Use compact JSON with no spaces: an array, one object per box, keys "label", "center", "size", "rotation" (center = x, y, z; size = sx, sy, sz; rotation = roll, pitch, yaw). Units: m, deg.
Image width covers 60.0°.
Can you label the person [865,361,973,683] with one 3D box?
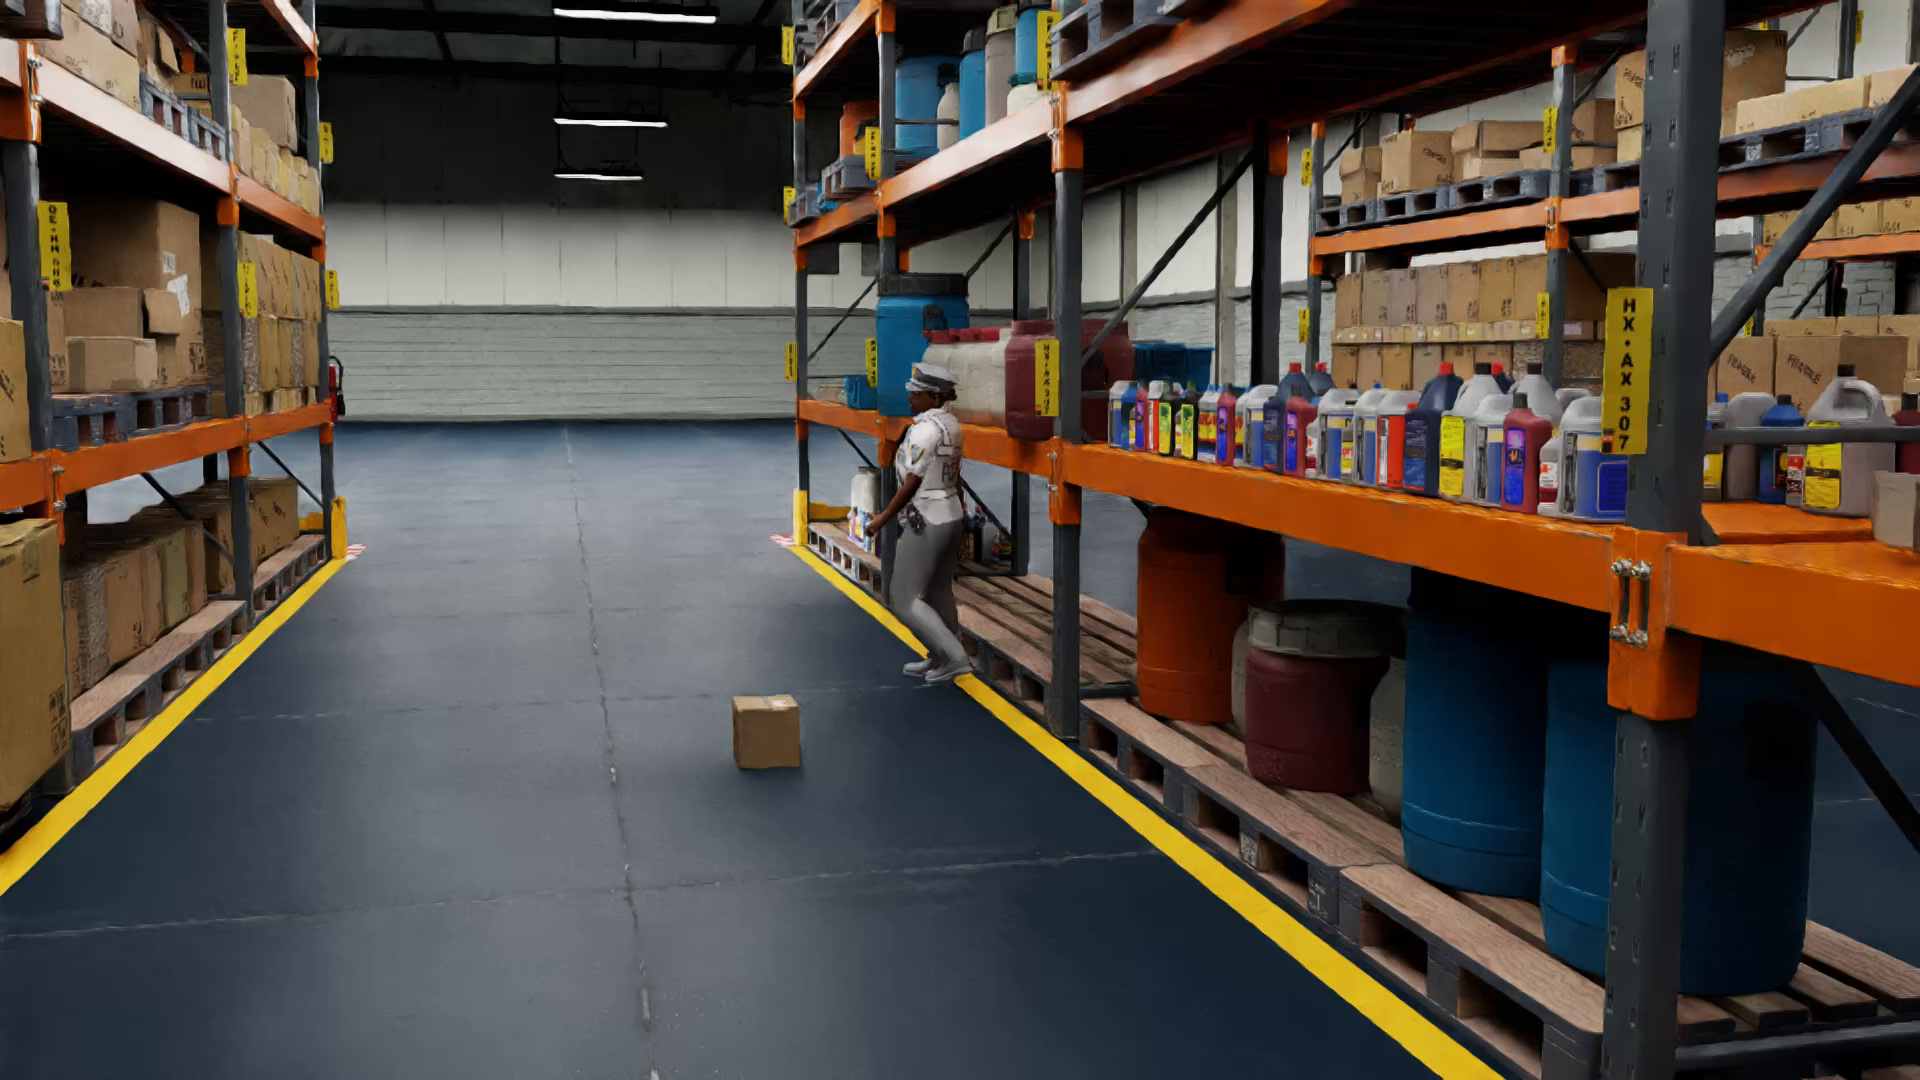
[{"label":"person","center":[-0.157,-0.073,8.402],"size":[0.591,1.650,0.654],"rotation":[2,6,14]}]
